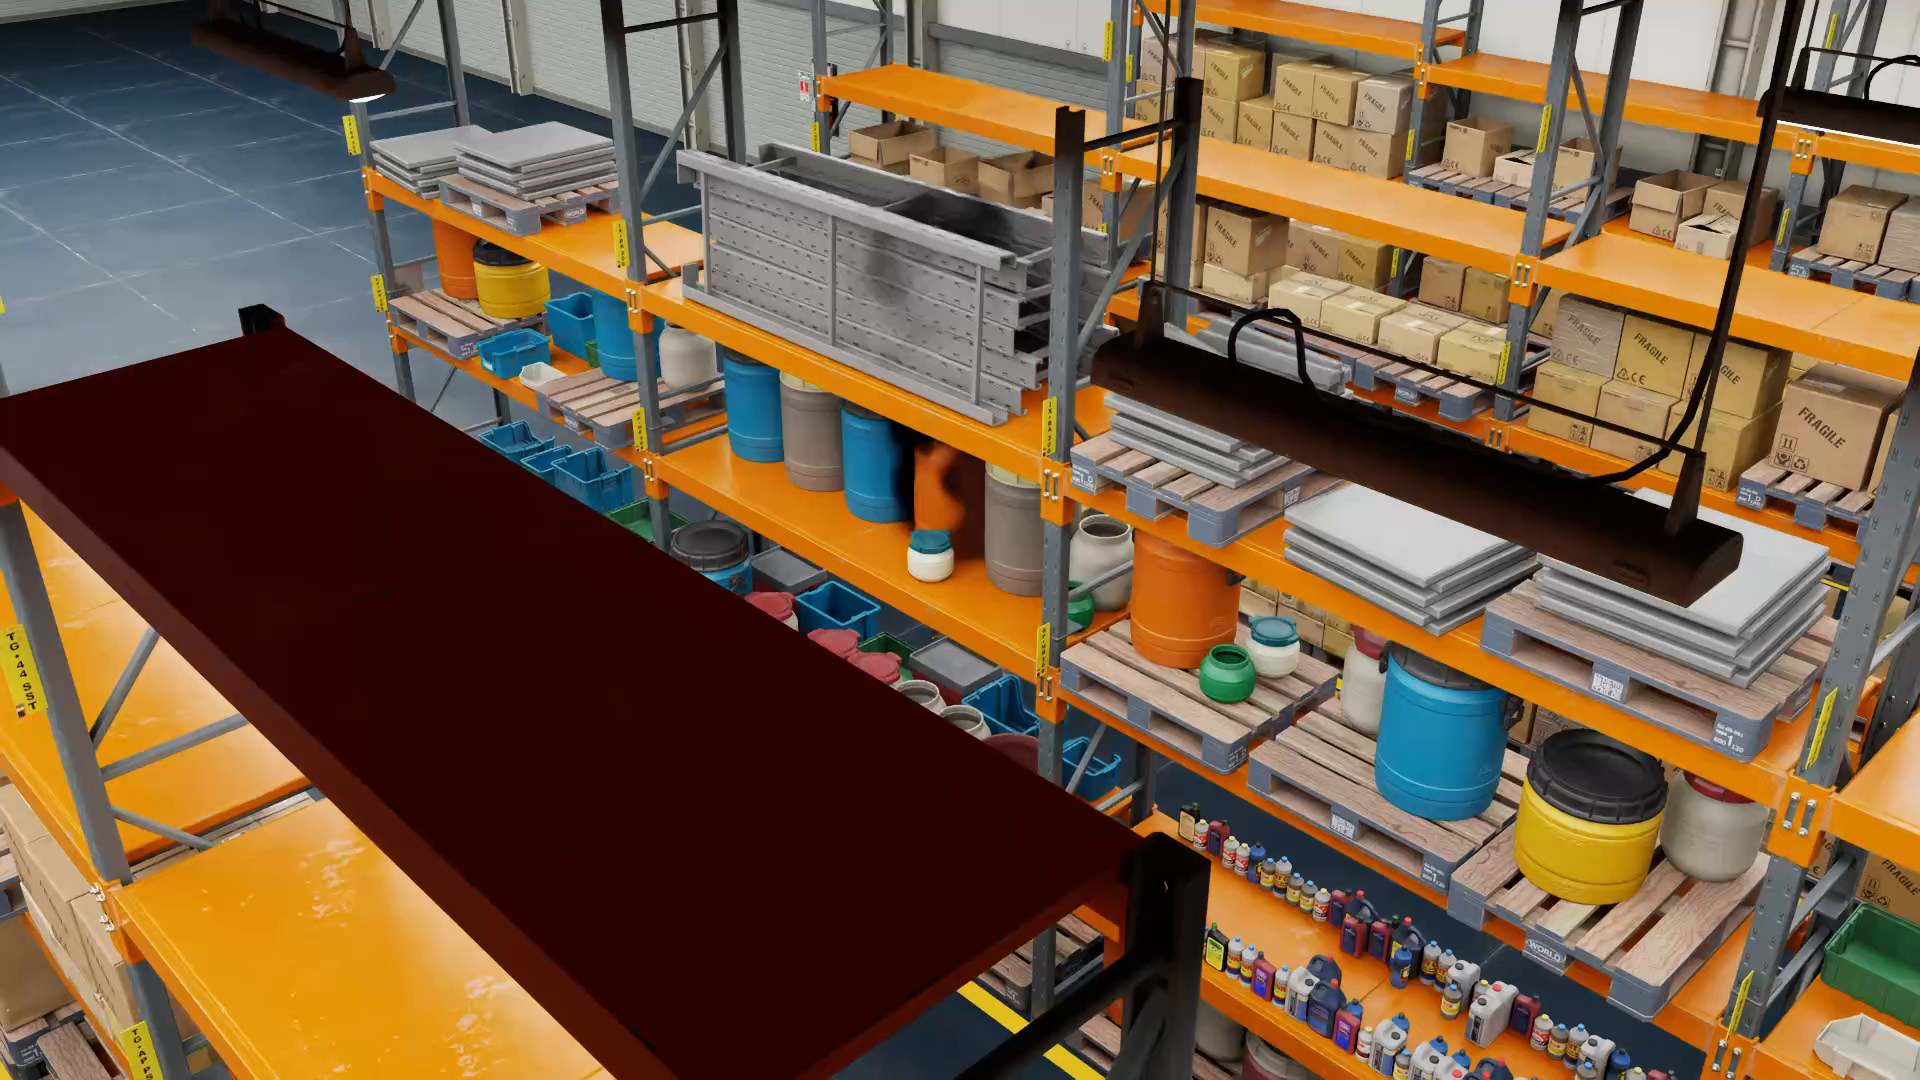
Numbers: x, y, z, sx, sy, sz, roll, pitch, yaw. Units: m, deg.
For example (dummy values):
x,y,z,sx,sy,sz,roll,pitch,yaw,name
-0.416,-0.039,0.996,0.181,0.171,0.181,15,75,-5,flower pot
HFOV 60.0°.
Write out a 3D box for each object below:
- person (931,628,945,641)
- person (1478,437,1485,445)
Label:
x,y,z,sx,sy,sz,roll,pitch,yaw,name
-0.026,0.422,13.615,0.656,1.754,0.664,22,35,35,person
4.897,-0.312,15.588,0.899,1.783,0.656,21,35,34,person
